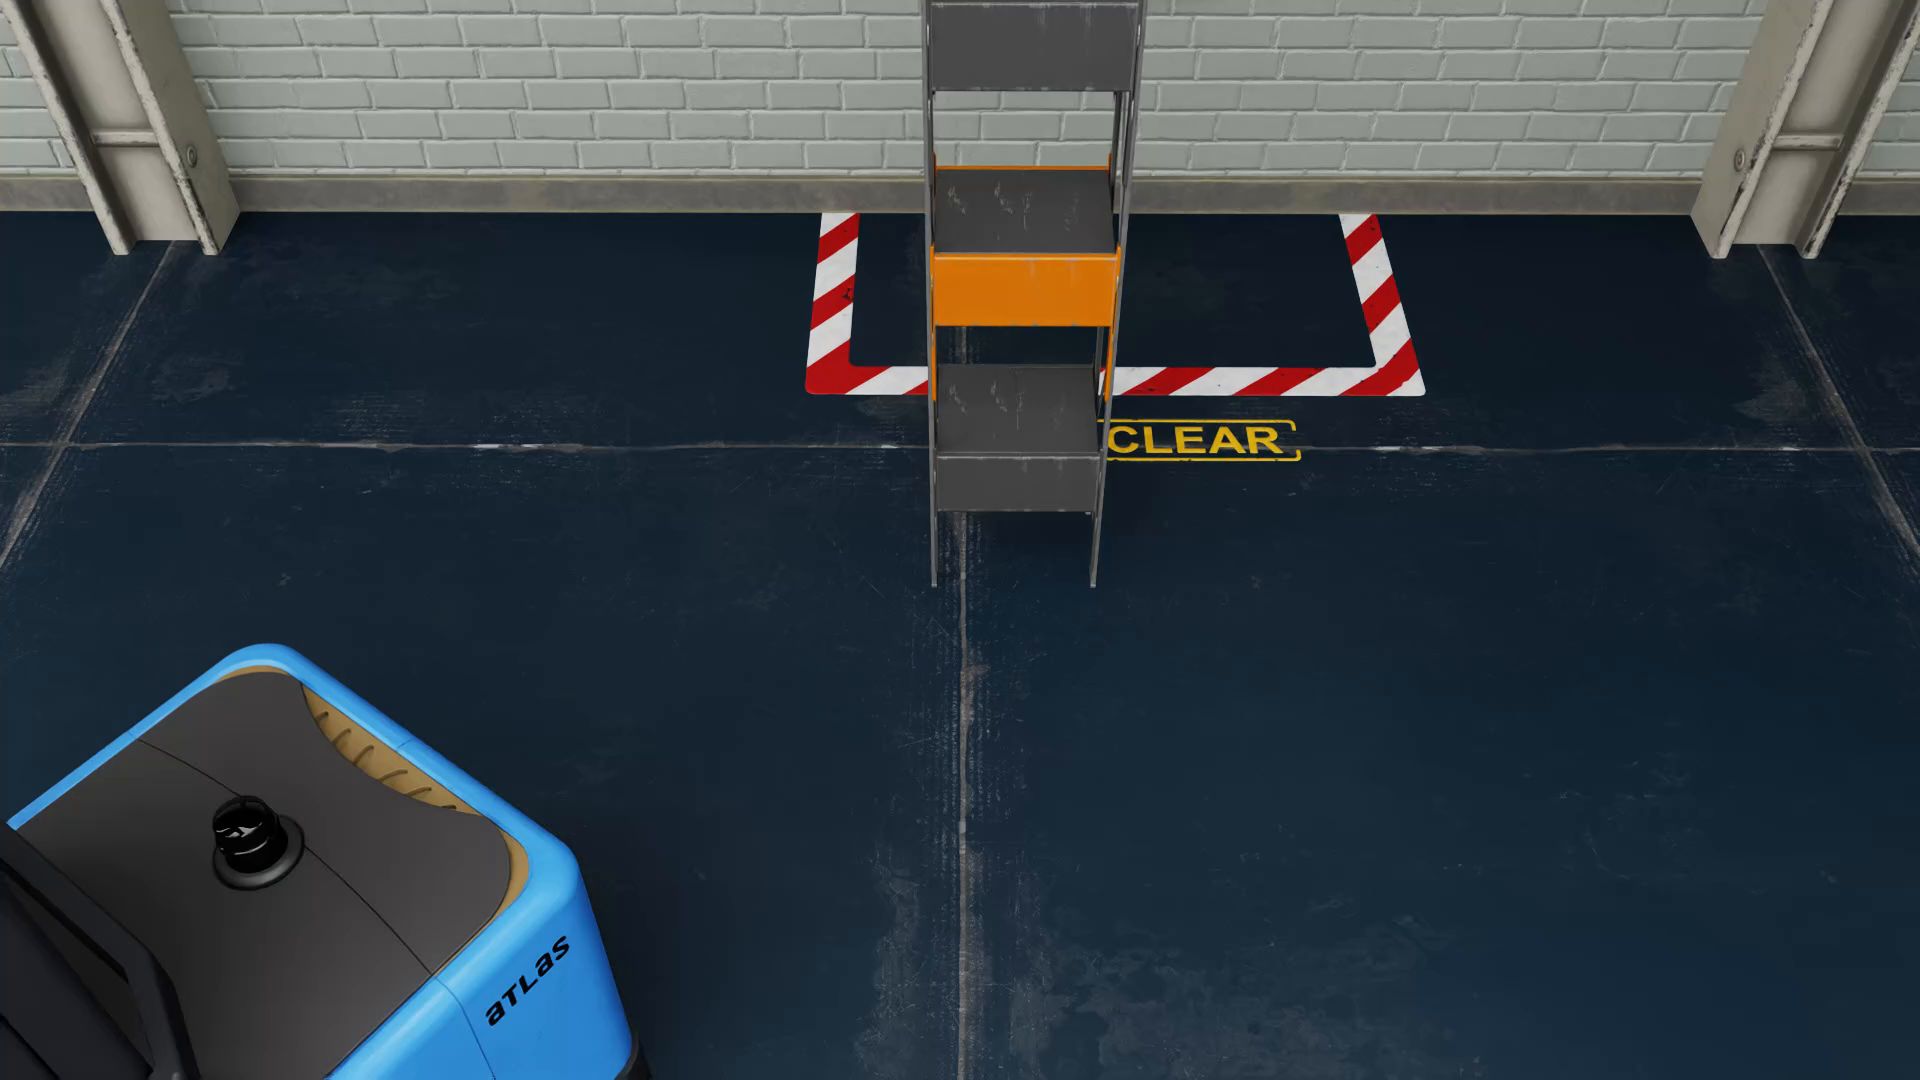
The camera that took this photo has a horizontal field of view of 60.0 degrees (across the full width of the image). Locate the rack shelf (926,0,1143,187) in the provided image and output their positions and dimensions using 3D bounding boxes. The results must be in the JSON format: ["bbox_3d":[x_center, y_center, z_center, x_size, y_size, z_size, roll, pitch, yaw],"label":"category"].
[{"bbox_3d":[0.166,-1.183,3.979,0.480,0.518,0.431,0,47,0],"label":"rack shelf"}]

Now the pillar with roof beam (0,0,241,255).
[{"bbox_3d":[-2.999,-1.100,0.126,0.400,9.000,9.100,0,47,0],"label":"pillar with roof beam"}]

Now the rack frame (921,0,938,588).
[{"bbox_3d":[-0.078,-0.716,4.482,0.015,2.100,0.400,0,47,0],"label":"rack frame"}]

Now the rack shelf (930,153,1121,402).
[{"bbox_3d":[0.166,-0.706,4.491,0.480,0.518,0.431,0,47,0],"label":"rack shelf"}]

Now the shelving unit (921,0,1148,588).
[{"bbox_3d":[0.166,-0.715,4.481,0.503,2.100,0.431,0,47,0],"label":"shelving unit"}]

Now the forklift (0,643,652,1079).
[{"bbox_3d":[-2.005,1.009,2.309,1.130,2.935,3.031,28,53,24],"label":"forklift"}]

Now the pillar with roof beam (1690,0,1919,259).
[{"bbox_3d":[3.001,-1.084,0.111,0.400,9.000,9.100,0,47,0],"label":"pillar with roof beam"}]

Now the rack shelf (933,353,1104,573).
[{"bbox_3d":[0.166,-0.229,5.003,0.480,0.518,0.431,0,47,0],"label":"rack shelf"}]

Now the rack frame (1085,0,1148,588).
[{"bbox_3d":[0.410,-0.714,4.480,0.015,2.100,0.400,0,47,0],"label":"rack frame"}]
